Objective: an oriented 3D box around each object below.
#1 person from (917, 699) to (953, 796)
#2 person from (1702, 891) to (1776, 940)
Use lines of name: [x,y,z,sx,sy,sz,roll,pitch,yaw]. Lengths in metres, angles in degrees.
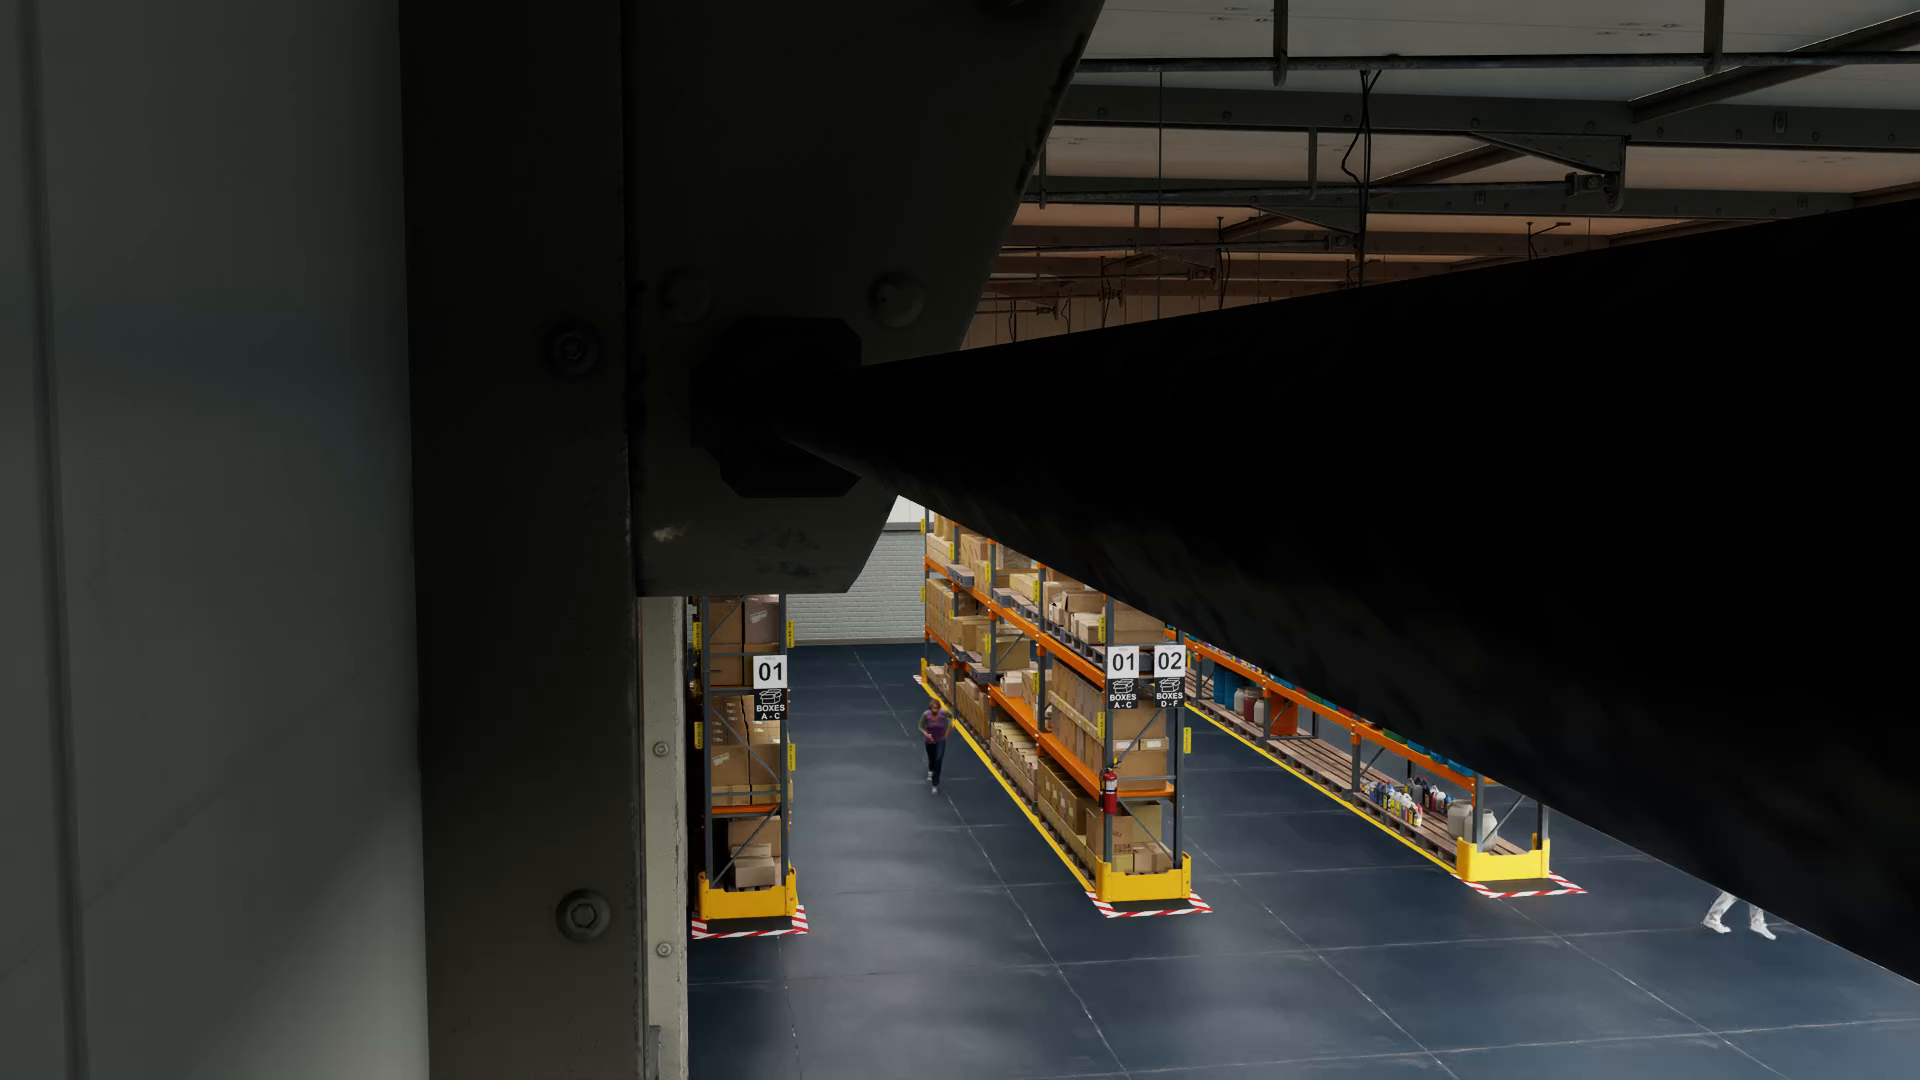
person: [-0.403,3.251,26.611,0.578,1.546,0.895,-1,5,-6]
person: [9.073,3.737,19.271,0.815,1.835,0.662,2,5,18]
